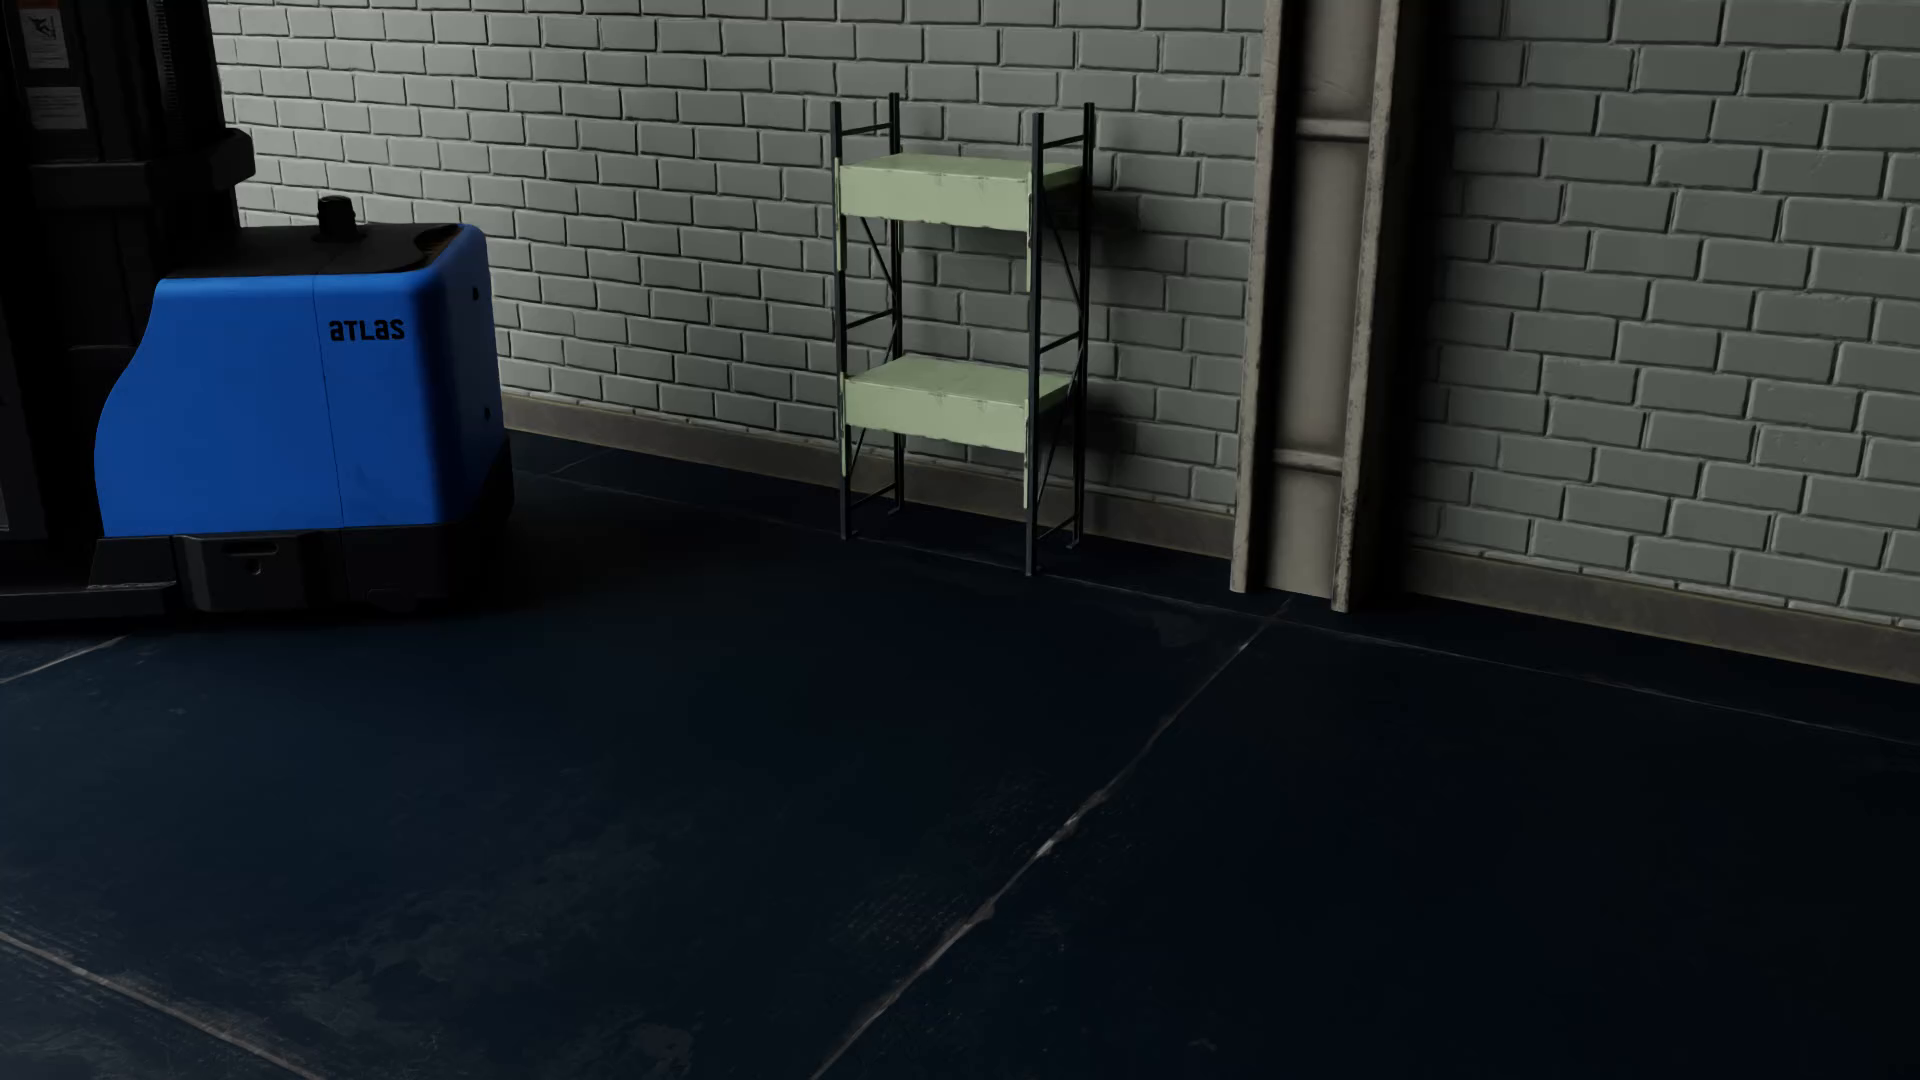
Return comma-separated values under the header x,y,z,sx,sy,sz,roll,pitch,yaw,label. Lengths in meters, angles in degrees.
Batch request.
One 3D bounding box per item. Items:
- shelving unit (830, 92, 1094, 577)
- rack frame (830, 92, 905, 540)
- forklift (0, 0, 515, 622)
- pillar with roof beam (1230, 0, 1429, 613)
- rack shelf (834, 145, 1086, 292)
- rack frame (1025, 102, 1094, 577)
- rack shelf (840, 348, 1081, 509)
x,y,z,sx,sy,sz,roll,pitch,yaw,label
0.006,-0.704,5.606,0.755,1.500,0.431,11,23,27,shelving unit
-0.314,-0.765,5.774,0.023,1.500,0.400,11,23,27,rack frame
-3.070,-1.247,5.003,3.031,2.935,1.130,-2,20,-7,forklift
-0.975,-2.797,0.380,0.400,9.000,9.100,11,23,27,pillar with roof beam
0.006,-1.071,5.473,0.720,0.370,0.431,11,23,27,rack shelf
0.325,-0.643,5.439,0.023,1.500,0.400,11,23,27,rack frame
0.006,-0.397,5.717,0.720,0.370,0.431,11,23,27,rack shelf
